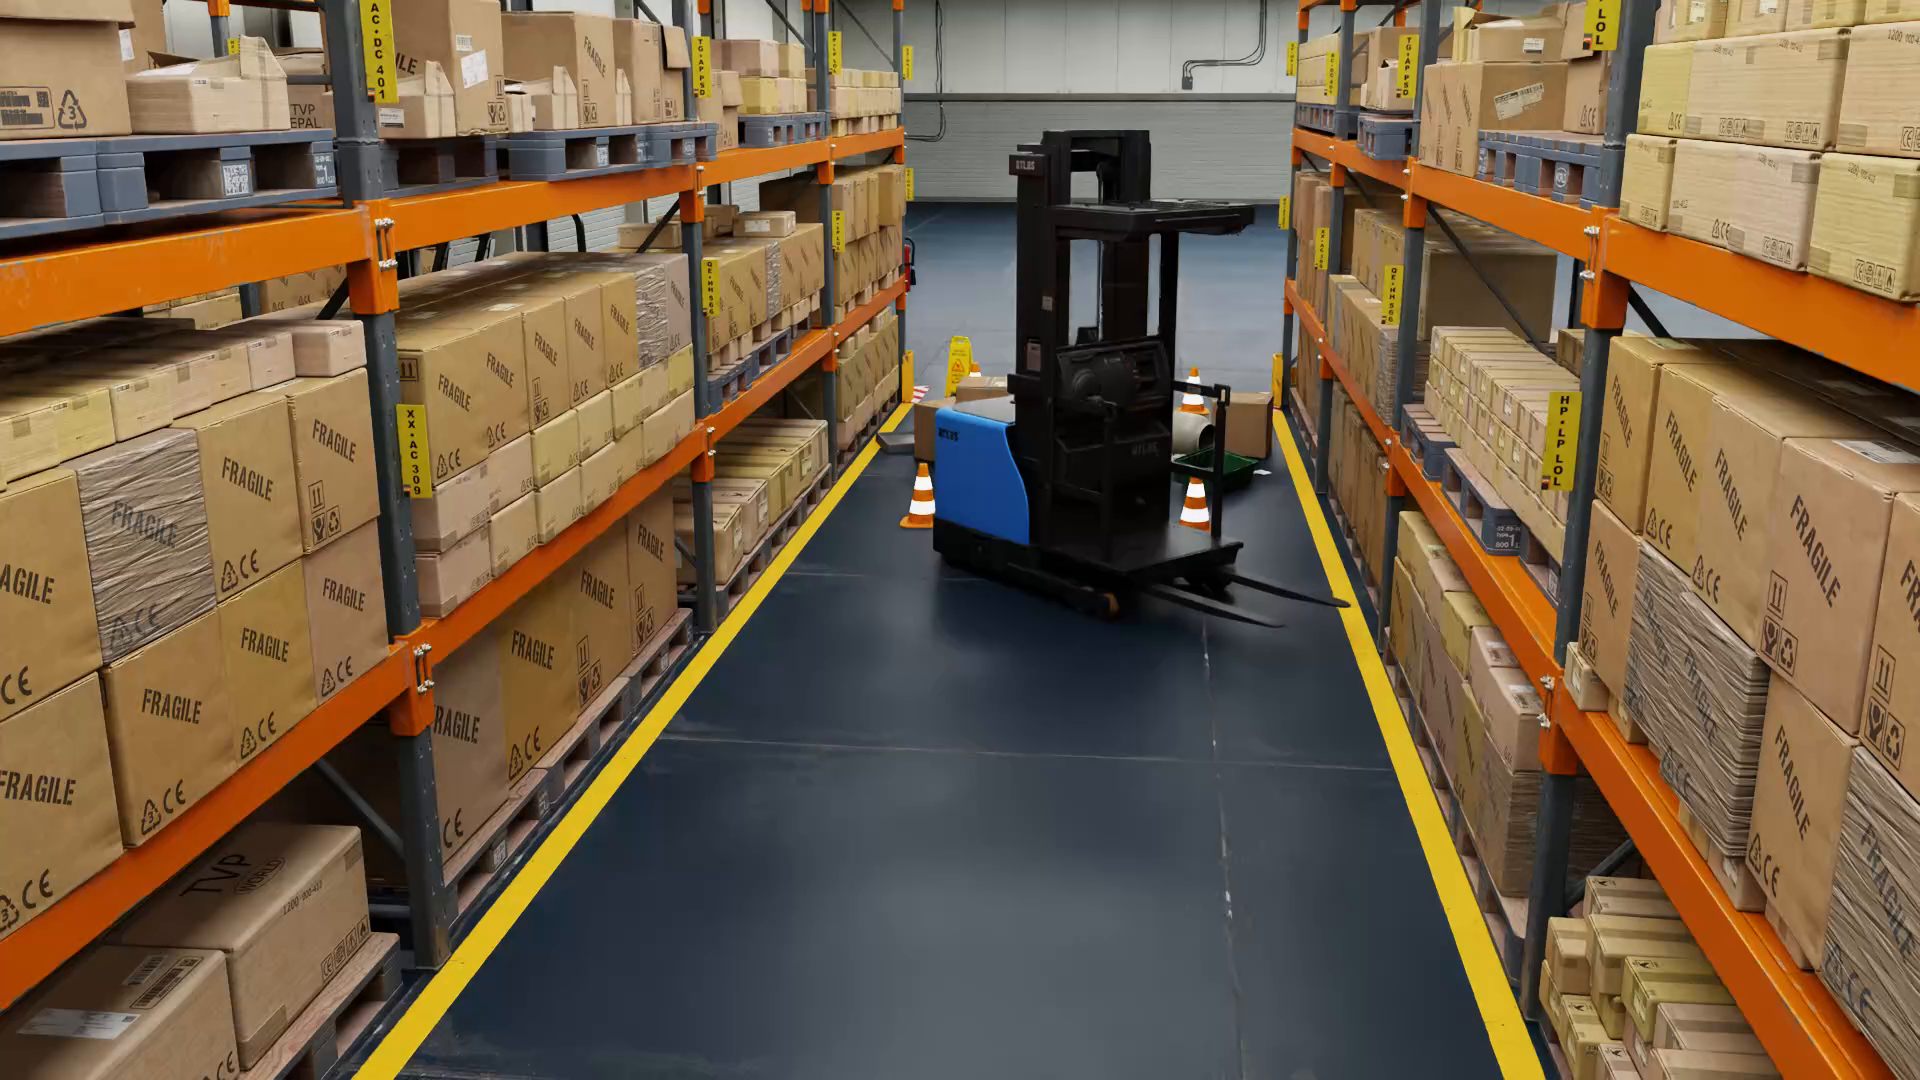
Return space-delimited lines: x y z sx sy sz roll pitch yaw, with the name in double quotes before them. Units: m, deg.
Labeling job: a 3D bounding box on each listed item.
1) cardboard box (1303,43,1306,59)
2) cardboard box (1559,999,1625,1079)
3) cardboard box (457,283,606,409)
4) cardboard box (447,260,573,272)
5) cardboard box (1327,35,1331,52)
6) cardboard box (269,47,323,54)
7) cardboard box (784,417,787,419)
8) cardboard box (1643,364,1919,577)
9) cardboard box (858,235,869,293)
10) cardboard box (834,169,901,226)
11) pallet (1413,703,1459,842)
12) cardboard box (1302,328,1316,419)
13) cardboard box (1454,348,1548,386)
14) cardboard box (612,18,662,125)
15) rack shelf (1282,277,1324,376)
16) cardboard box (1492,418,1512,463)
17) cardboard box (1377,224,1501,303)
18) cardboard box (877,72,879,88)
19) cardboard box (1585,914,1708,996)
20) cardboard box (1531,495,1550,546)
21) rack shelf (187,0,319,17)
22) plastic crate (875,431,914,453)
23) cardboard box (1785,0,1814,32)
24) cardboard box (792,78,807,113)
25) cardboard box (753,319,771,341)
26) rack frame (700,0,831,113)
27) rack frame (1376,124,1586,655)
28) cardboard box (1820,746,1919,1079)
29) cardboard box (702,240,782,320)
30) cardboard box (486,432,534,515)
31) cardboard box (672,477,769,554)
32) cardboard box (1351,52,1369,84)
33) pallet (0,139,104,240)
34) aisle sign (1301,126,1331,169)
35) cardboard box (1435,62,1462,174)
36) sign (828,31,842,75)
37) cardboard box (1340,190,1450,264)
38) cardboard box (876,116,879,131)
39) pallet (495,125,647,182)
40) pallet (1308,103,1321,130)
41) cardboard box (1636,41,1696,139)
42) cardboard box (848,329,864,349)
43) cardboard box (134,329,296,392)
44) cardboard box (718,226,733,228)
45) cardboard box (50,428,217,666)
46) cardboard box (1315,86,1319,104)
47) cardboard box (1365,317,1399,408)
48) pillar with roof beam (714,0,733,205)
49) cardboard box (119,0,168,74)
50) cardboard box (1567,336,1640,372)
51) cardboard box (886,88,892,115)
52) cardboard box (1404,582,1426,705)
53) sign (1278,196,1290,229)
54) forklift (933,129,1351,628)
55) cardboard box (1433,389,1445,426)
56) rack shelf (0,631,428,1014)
"cardboard box" 3.439 -4.611 15.680 0.380 0.149 0.250 1 15 5
"cardboard box" 2.106 1.583 5.220 0.380 0.149 0.250 2 15 8
"cardboard box" -1.957 -0.898 7.630 0.500 0.500 0.500 1 15 5
"cardboard box" -2.327 -1.183 8.684 0.500 0.500 0.500 2 15 6
"cardboard box" 3.181 -4.017 13.483 0.380 0.149 0.250 2 15 6
"cardboard box" -6.138 -4.336 15.509 0.797 0.503 0.637 2 15 8
"cardboard box" -1.731 -0.976 14.488 0.500 0.250 0.500 2 15 9
"cardboard box" 2.160 -0.175 4.385 0.500 0.500 0.500 1 15 5
"cardboard box" -1.101 -2.498 14.892 0.500 0.500 0.500 2 15 6
"cardboard box" -0.940 -3.246 15.743 0.700 0.500 0.500 2 15 6
"pallet" 2.718 1.082 7.756 1.003 0.211 1.213 2 15 6
"cardboard box" 3.743 -1.628 15.703 0.875 0.875 0.875 1 15 5
"cardboard box" 2.613 -0.835 8.040 0.380 0.149 0.250 1 15 4
"cardboard box" -1.905 -2.339 8.321 0.700 0.500 0.500 1 15 3
"rack shelf" 3.625 -1.991 15.158 1.077 0.370 4.000 2 15 6
"cardboard box" 2.490 -0.421 7.079 0.380 0.149 0.250 2 15 7
"cardboard box" 3.177 -1.826 11.062 0.700 0.500 0.500 2 15 6
"cardboard box" -0.982 -4.395 15.877 0.380 0.149 0.250 2 15 7
"cardboard box" 2.162 1.294 5.146 0.380 0.149 0.250 2 15 9
"cardboard box" 2.404 -0.067 6.341 0.380 0.149 0.250 2 15 6
"rack shelf" -6.237 -4.959 15.406 1.077 0.370 4.000 2 15 6
"plastic crate" -0.539 -0.913 15.385 0.402 0.080 0.583 -4 16 -13
"cardboard box" 2.104 -1.216 3.731 0.380 0.149 0.250 1 15 4
"cardboard box" -1.452 -3.362 12.585 0.500 0.250 0.500 1 15 5
"cardboard box" -1.530 -1.480 11.565 0.380 0.149 0.250 2 15 8
"rack frame" -1.530 -4.835 12.805 1.000 3.000 0.127 2 15 6
"rack frame" 2.948 -0.782 9.309 1.000 3.000 0.127 2 15 6
"cardboard box" 1.951 0.711 3.023 0.500 0.500 0.500 2 15 6
"cardboard box" -1.532 -1.809 11.540 0.500 0.500 0.500 1 15 4
"cardboard box" -2.072 -0.275 6.763 0.500 0.250 0.500 2 15 7
"cardboard box" -1.833 -0.174 11.289 0.950 0.372 0.625 1 15 5
"cardboard box" 3.200 -3.725 13.167 0.500 0.250 0.500 2 15 6
"pallet" -2.676 -0.742 3.584 1.003 0.211 1.213 2 15 6
"aisle sign" 3.561 -4.139 16.743 0.394 0.787 0.004 2 15 6
"cardboard box" 2.570 -2.008 7.905 0.500 0.500 0.500 2 15 6
"sign" -0.979 -3.812 13.020 0.100 0.325 0.005 2 15 6
"cardboard box" 3.475 -2.508 13.335 0.875 0.550 0.550 2 15 6
"cardboard box" -0.977 -3.940 15.720 0.380 0.149 0.250 2 15 6
"pallet" -2.125 -1.800 7.688 1.003 0.211 1.213 2 15 9
"pallet" 3.642 -3.752 14.716 1.003 0.211 1.213 2 15 6
"cardboard box" 2.204 -1.244 4.599 0.500 0.250 0.500 2 15 8
"cardboard box" -1.066 -1.799 14.852 0.380 0.149 0.250 2 15 8
"cardboard box" -2.289 -0.554 5.115 0.380 0.149 0.250 2 15 8
"cardboard box" -1.868 -2.221 13.063 0.500 0.500 0.500 2 15 8
"cardboard box" -2.325 -0.001 4.313 0.500 0.500 0.500 2 15 7
"cardboard box" 3.265 -3.832 14.325 0.380 0.149 0.250 2 15 6
"cardboard box" 2.790 -1.085 10.235 0.500 0.500 0.500 2 15 6
"pillar with roof beam" -0.677 -10.406 33.405 9.100 9.000 0.400 2 15 6
"cardboard box" -2.708 -1.465 4.901 0.500 0.500 0.500 2 15 7
"cardboard box" 3.318 -0.945 8.448 0.380 0.149 0.250 2 15 6
"cardboard box" -0.940 -4.225 16.012 0.500 0.250 0.500 1 15 5
"cardboard box" 2.561 0.528 8.447 0.500 0.500 0.500 2 15 7
"sign" 3.300 -3.331 16.925 0.100 0.325 0.005 2 15 6
"forklift" 1.122 -1.066 10.491 1.130 2.935 3.031 -12 19 -37
"cardboard box" 2.667 -0.684 8.622 0.380 0.149 0.250 2 15 9
"rack shelf" -2.659 1.002 4.090 1.077 0.370 4.000 2 15 6
